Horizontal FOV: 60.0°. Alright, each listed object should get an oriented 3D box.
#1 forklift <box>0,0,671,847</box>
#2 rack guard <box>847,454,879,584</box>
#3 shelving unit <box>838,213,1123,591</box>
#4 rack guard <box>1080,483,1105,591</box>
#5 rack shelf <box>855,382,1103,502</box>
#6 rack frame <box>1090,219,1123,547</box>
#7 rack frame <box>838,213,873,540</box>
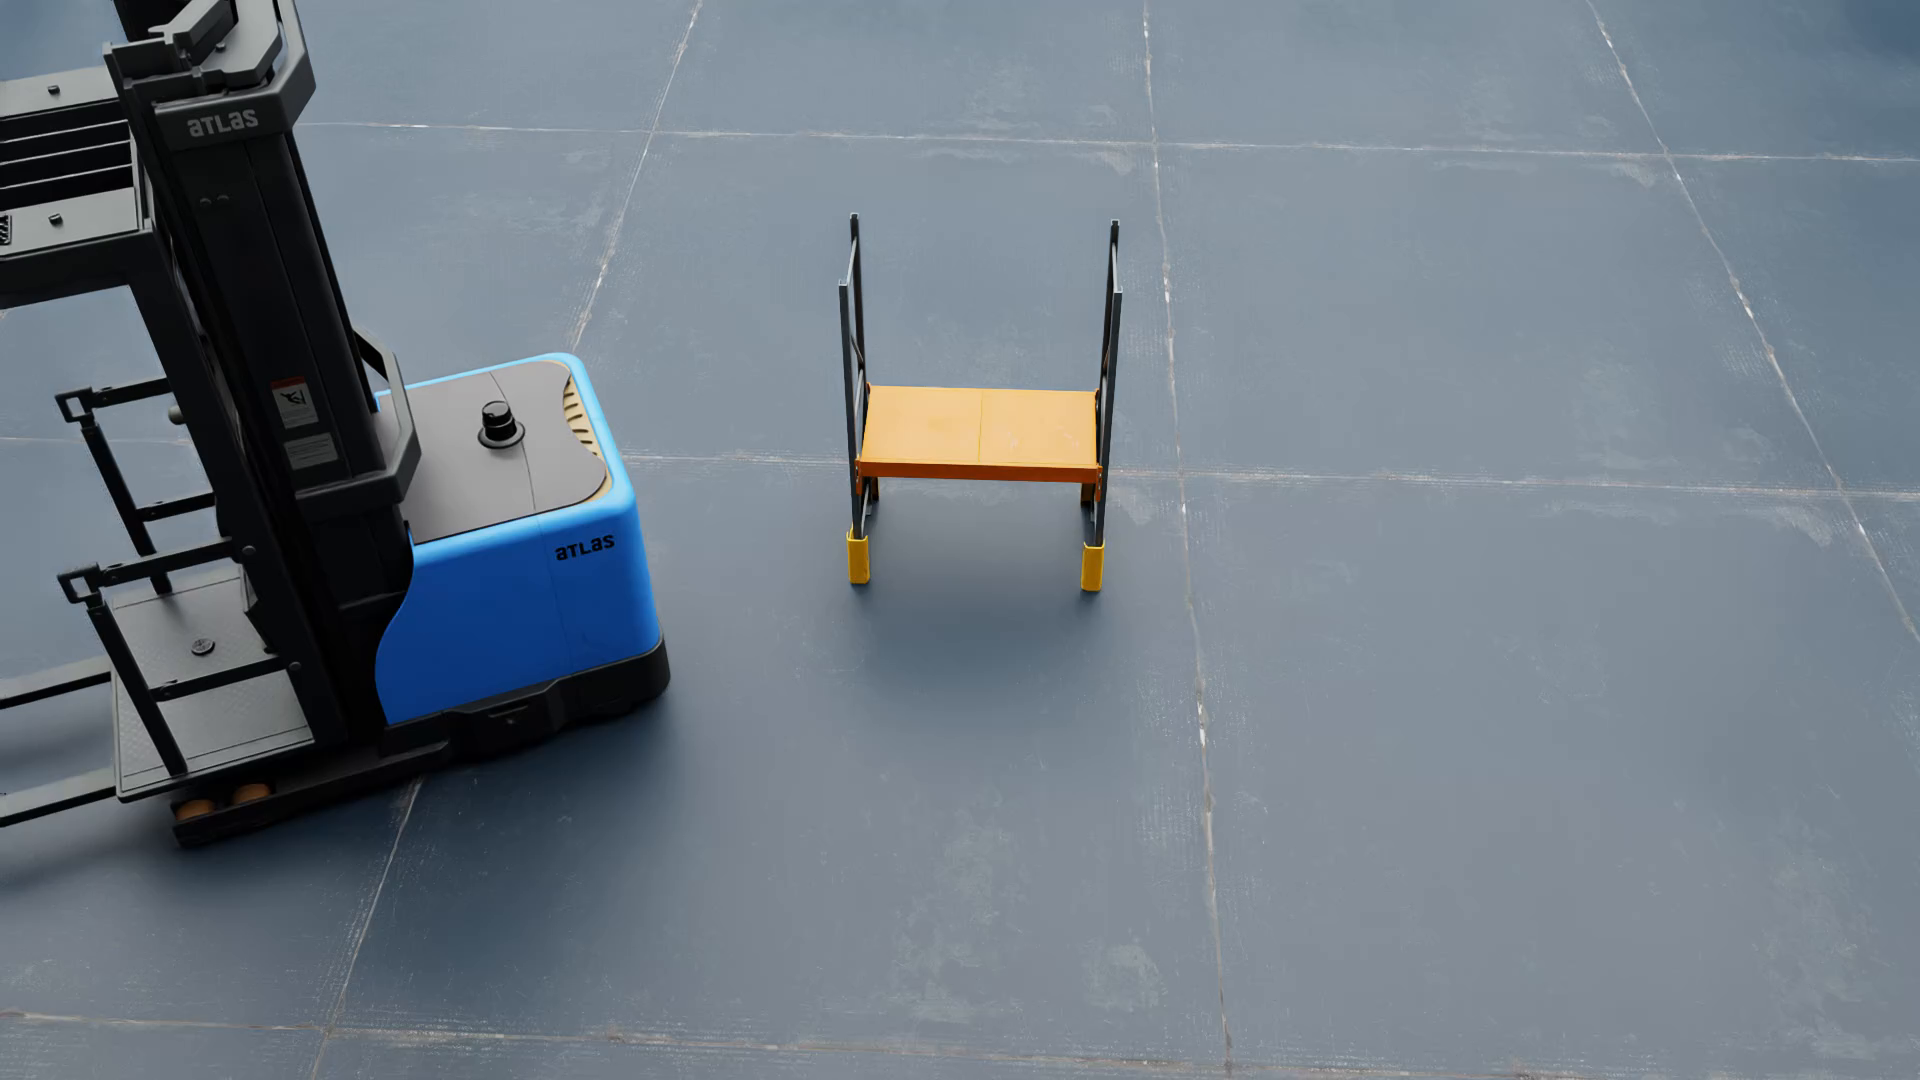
[{"bbox_3d":[-2.724,-0.367,5.579,3.031,2.935,1.130,-15,45,-16],"label":"forklift"},{"bbox_3d":[-0.421,-0.104,7.264,0.087,0.250,0.587,2,43,2],"label":"rack guard"},{"bbox_3d":[0.076,-0.546,6.822,1.083,1.500,0.587,2,43,2],"label":"shelving unit"},{"bbox_3d":[0.574,-0.074,7.231,0.087,0.250,0.587,2,43,2],"label":"rack guard"},{"bbox_3d":[0.085,-0.415,6.944,1.000,0.185,0.538,2,43,2],"label":"rack shelf"},{"bbox_3d":[0.593,-0.531,6.805,0.032,1.500,0.500,2,43,2],"label":"rack frame"},{"bbox_3d":[-0.423,-0.562,6.838,0.032,1.500,0.500,2,43,2],"label":"rack frame"}]
